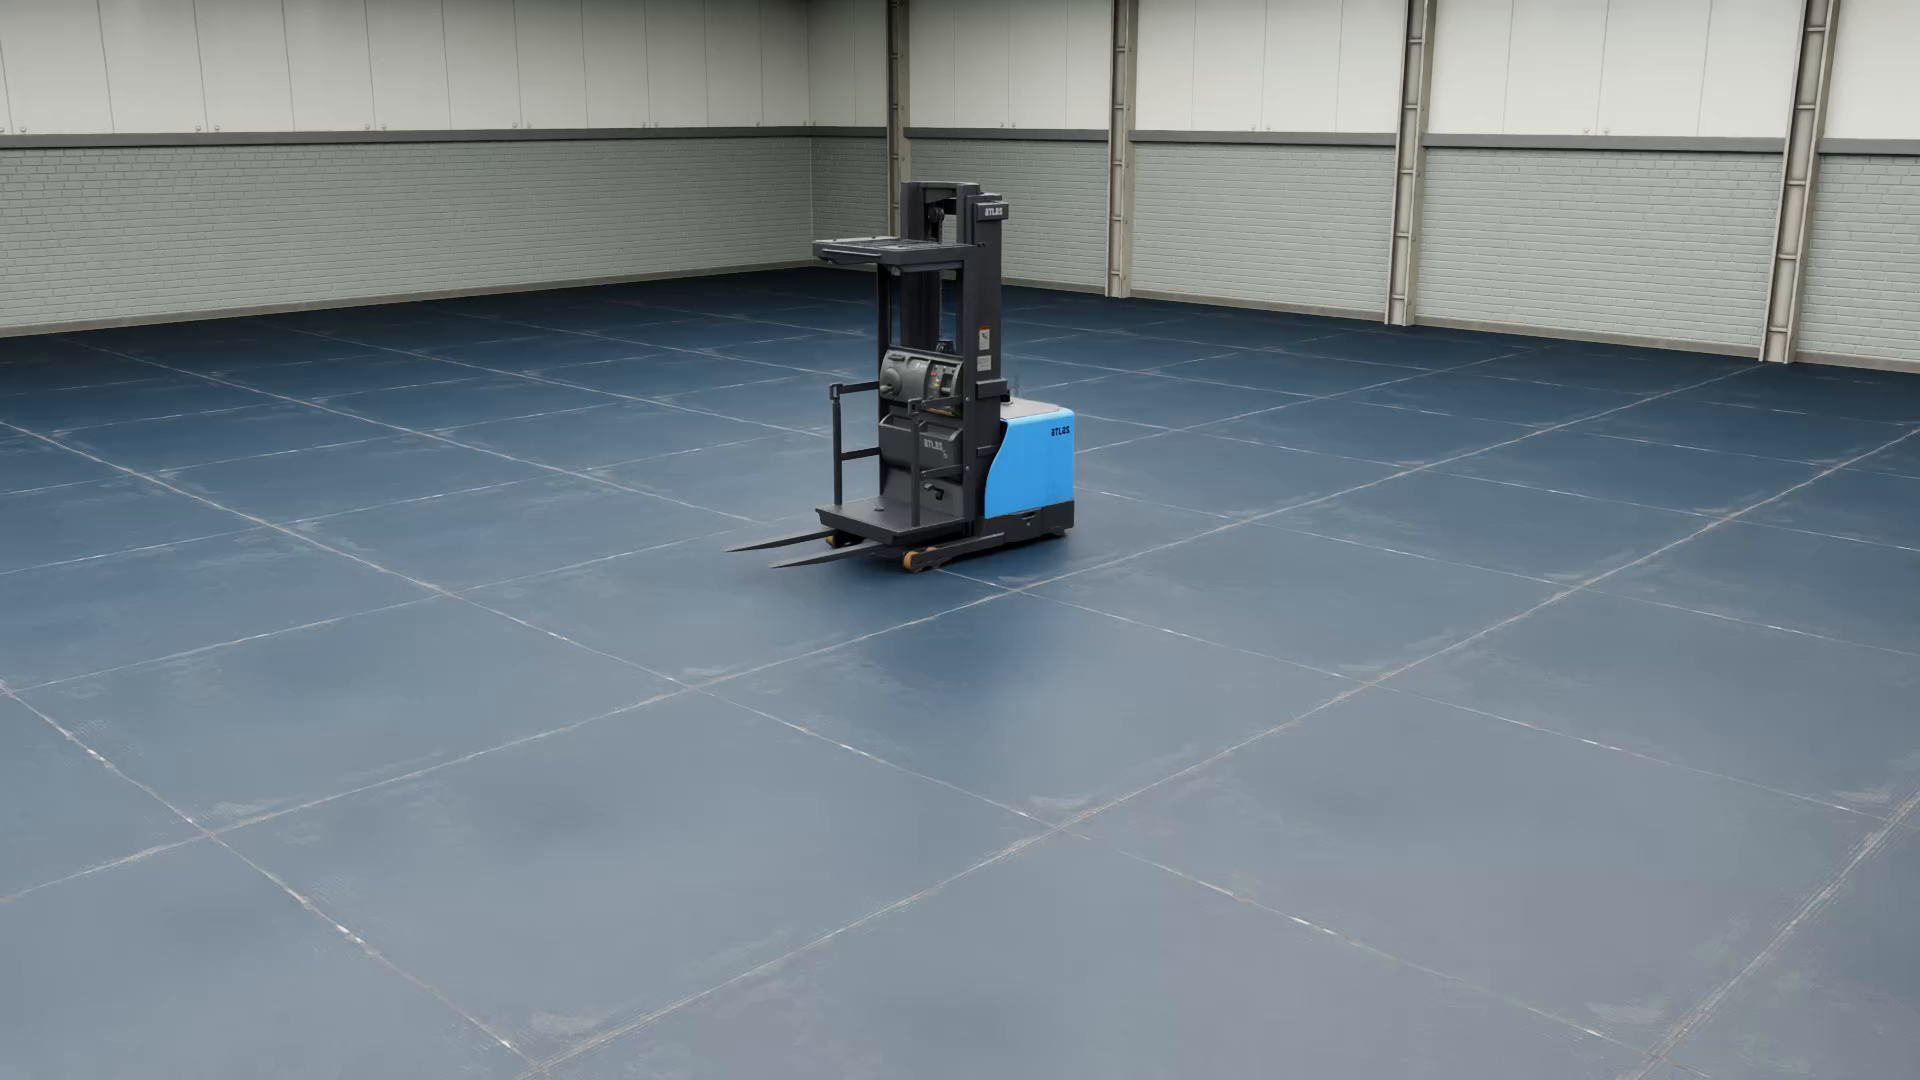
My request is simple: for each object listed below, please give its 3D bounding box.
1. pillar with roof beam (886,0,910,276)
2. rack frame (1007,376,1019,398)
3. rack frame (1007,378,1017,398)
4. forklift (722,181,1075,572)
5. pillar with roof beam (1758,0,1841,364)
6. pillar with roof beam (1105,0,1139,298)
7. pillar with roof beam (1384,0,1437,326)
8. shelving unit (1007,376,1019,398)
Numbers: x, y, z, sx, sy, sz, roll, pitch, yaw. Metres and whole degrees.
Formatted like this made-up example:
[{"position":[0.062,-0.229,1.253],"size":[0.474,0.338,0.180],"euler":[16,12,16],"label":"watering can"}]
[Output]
[{"position":[-4.285,-9.280,31.700],"size":[0.400,9.000,9.100],"euler":[14,20,42],"label":"pillar with roof beam"},{"position":[0.397,-0.874,14.902],"size":[0.240,1.200,0.006],"euler":[3,12,8],"label":"rack frame"},{"position":[0.370,-0.838,14.724],"size":[0.240,1.200,0.006],"euler":[3,12,8],"label":"rack frame"},{"position":[-0.472,-1.314,13.162],"size":[3.031,2.935,1.130],"euler":[-12,19,-40],"label":"forklift"},{"position":[8.673,-6.130,19.610],"size":[0.400,9.000,9.100],"euler":[14,20,42],"label":"pillar with roof beam"},{"position":[0.034,-8.230,27.670],"size":[0.400,9.000,9.100],"euler":[14,20,42],"label":"pillar with roof beam"},{"position":[4.354,-7.180,23.640],"size":[0.400,9.000,9.100],"euler":[14,20,42],"label":"pillar with roof beam"},{"position":[0.384,-0.856,14.813],"size":[0.258,1.200,0.189],"euler":[3,12,8],"label":"shelving unit"}]
